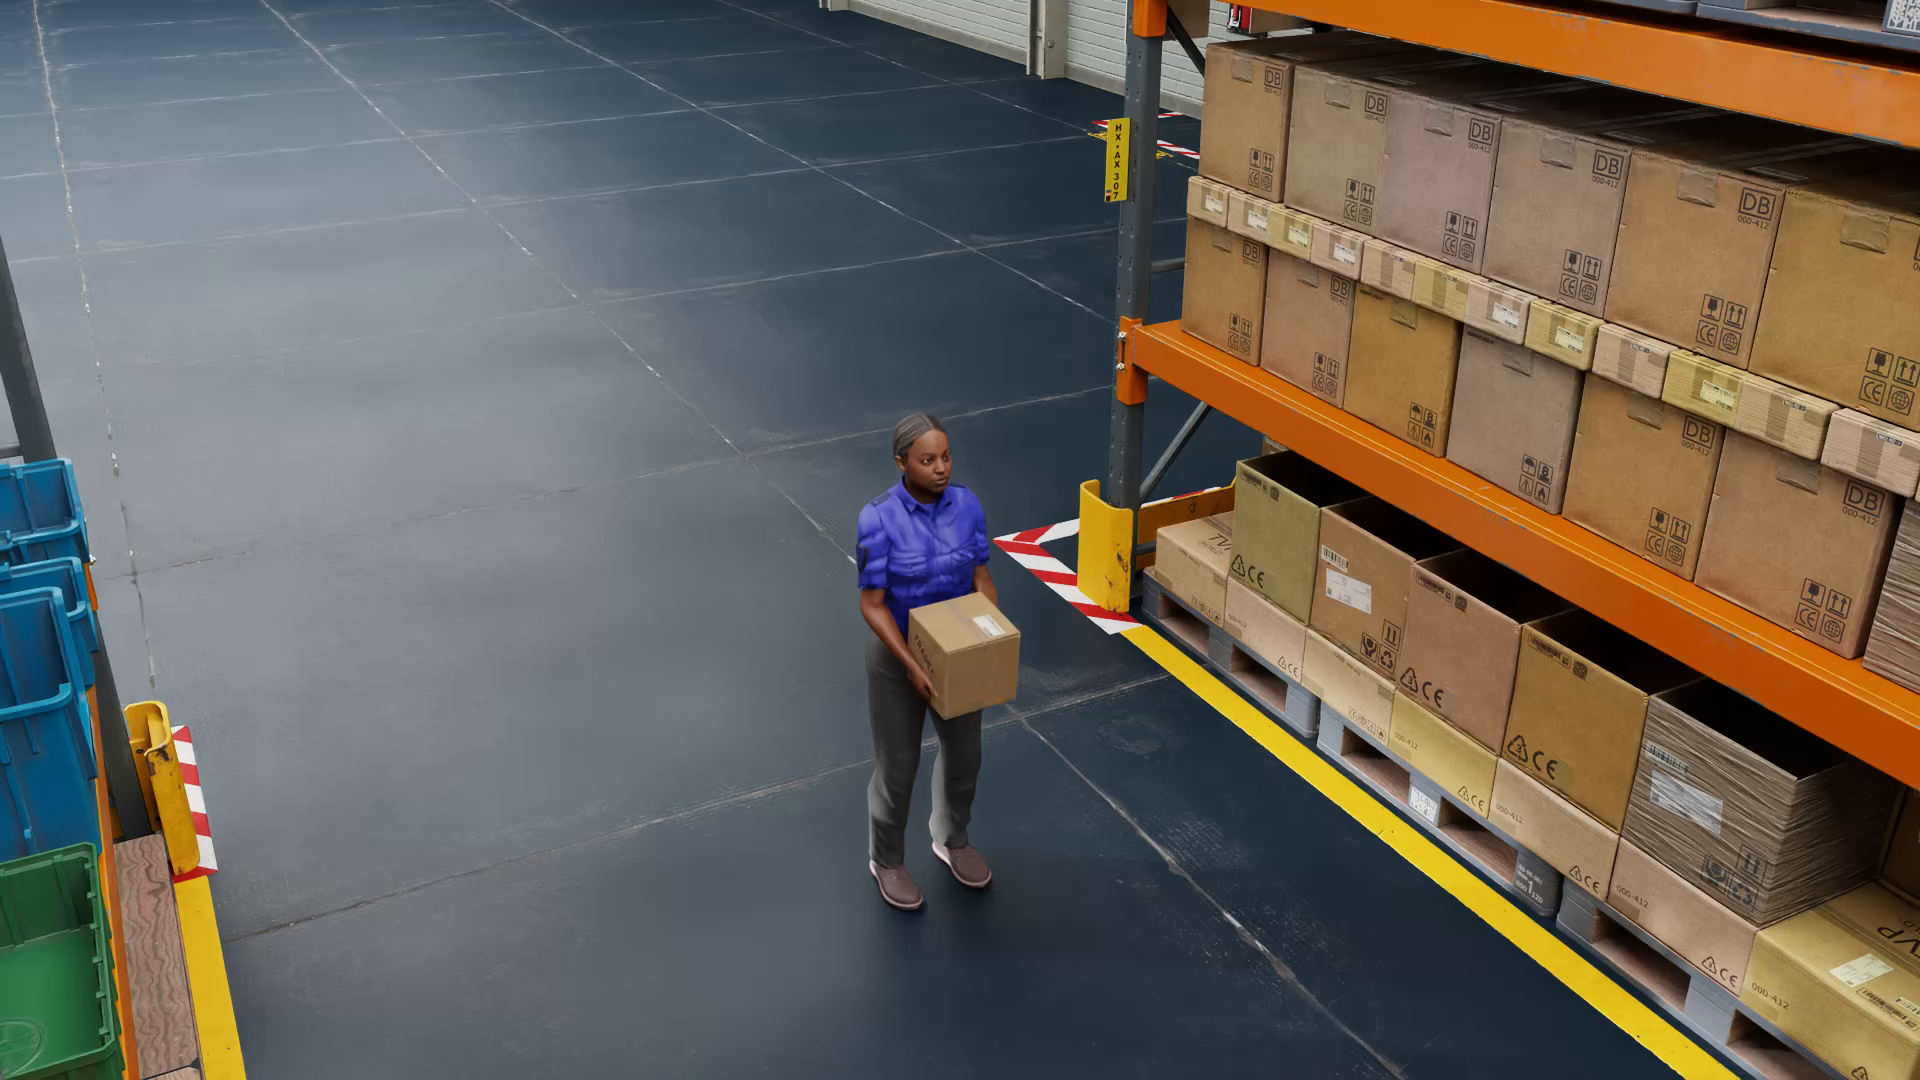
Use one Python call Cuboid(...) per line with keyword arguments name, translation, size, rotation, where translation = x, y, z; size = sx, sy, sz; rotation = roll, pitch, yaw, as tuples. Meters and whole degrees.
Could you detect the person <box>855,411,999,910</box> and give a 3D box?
Cuboid(name="person", translation=(-0.069, 0.416, 5.251), size=(0.464, 1.656, 0.491), rotation=(-13, 29, -25))
